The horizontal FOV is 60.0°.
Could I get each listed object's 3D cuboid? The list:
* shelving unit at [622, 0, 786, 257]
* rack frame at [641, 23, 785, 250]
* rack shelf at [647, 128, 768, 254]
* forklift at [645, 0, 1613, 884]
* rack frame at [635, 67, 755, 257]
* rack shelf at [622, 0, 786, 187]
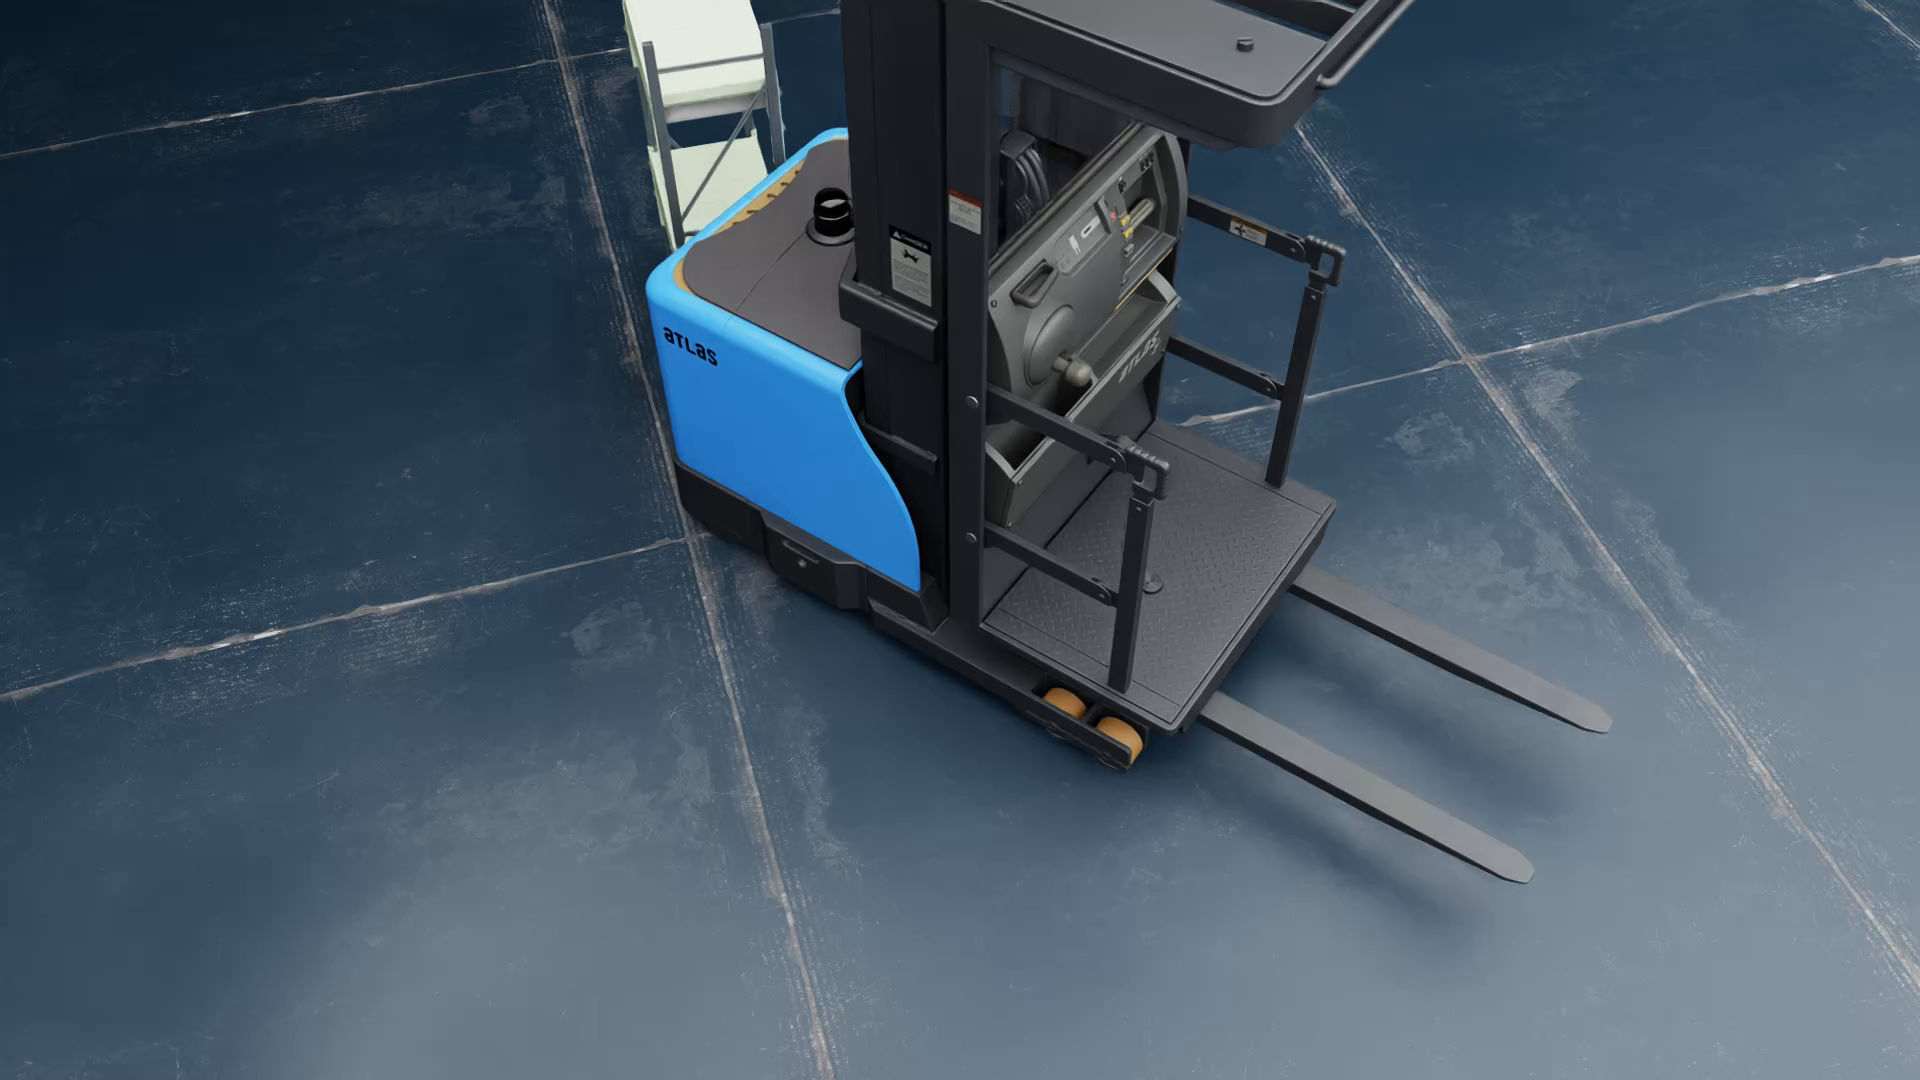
[{"bbox_3d":[-0.872,-1.336,5.896,0.431,1.500,0.755,-12,51,-10],"label":"shelving unit"},{"bbox_3d":[-0.775,-1.066,5.668,0.400,1.500,0.023,-12,51,-10],"label":"rack frame"},{"bbox_3d":[-0.872,-1.126,6.145,0.431,0.370,0.720,-12,51,-10],"label":"rack shelf"},{"bbox_3d":[0.530,-0.705,4.428,3.031,2.935,1.130,28,55,21],"label":"forklift"},{"bbox_3d":[-0.969,-1.606,6.123,0.400,1.500,0.023,-12,51,-10],"label":"rack frame"},{"bbox_3d":[-0.872,-1.588,5.597,0.431,0.370,0.720,-12,51,-10],"label":"rack shelf"}]
